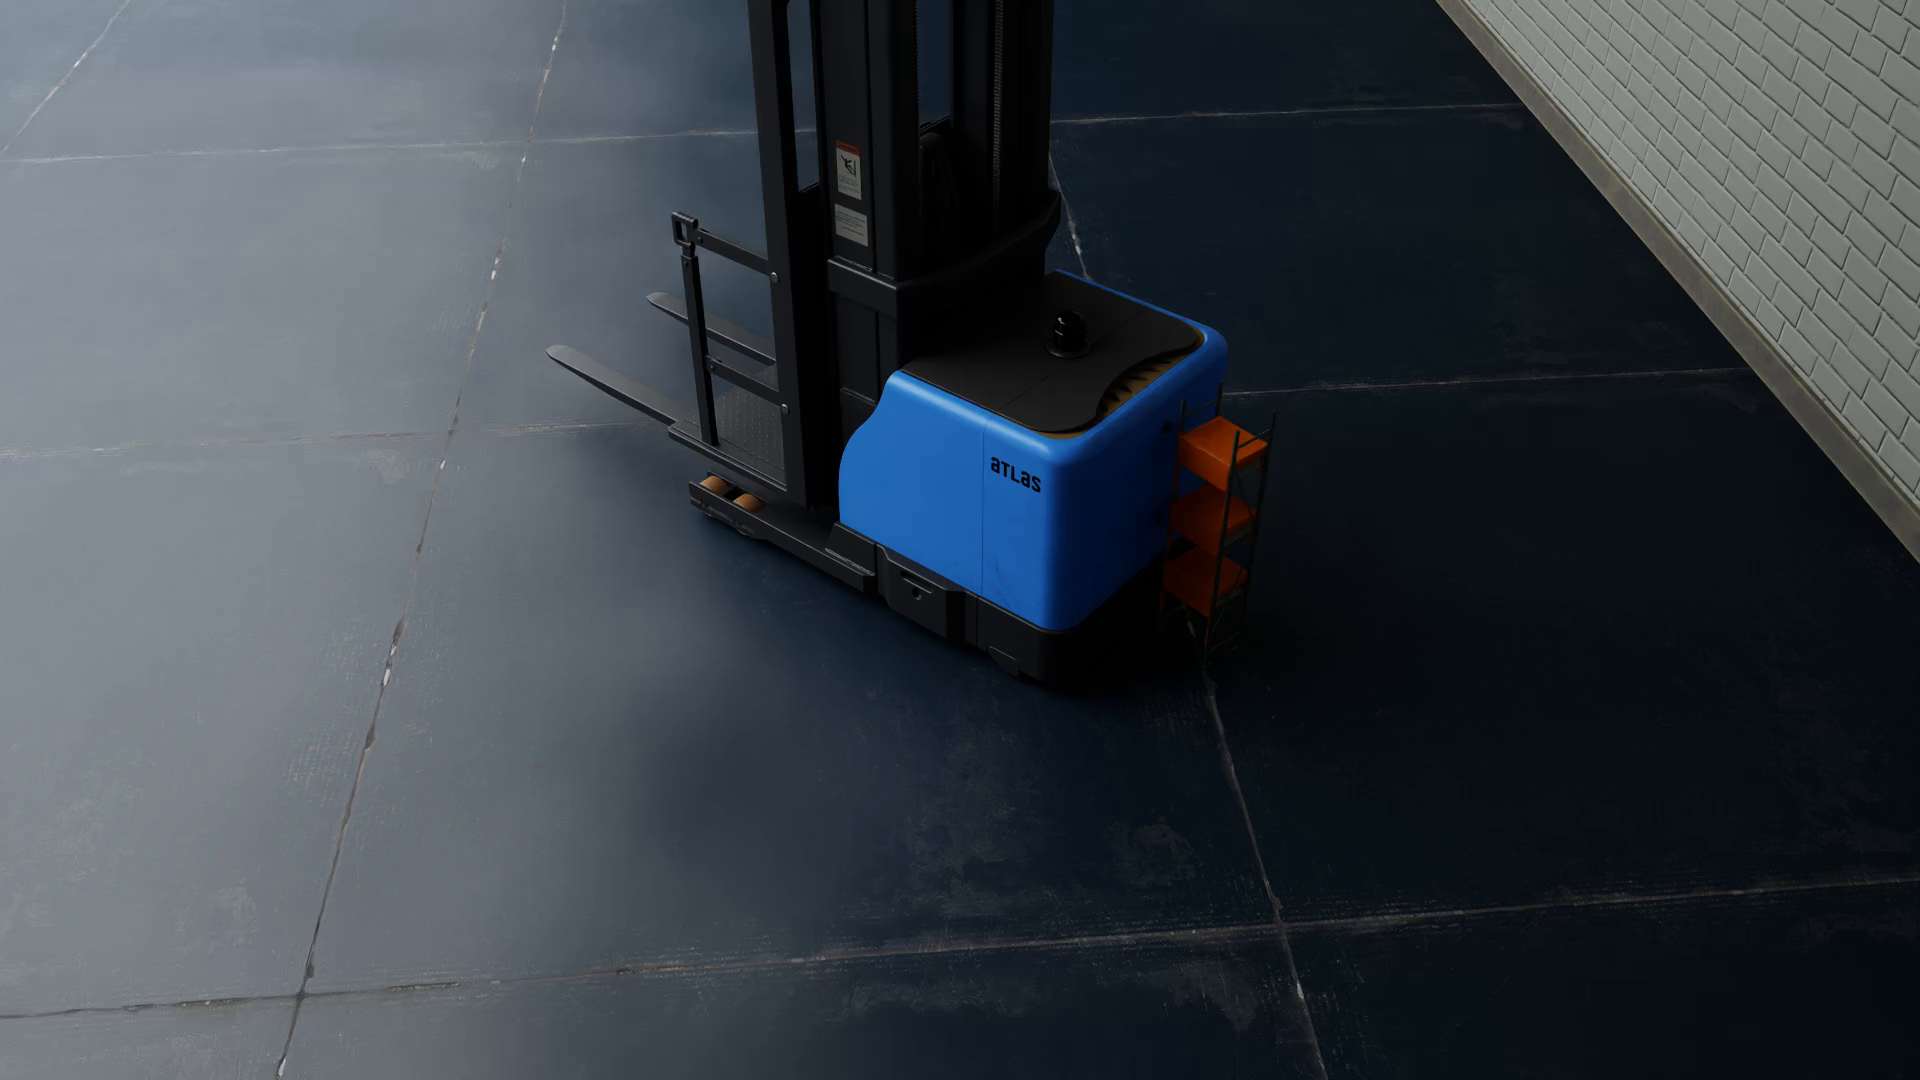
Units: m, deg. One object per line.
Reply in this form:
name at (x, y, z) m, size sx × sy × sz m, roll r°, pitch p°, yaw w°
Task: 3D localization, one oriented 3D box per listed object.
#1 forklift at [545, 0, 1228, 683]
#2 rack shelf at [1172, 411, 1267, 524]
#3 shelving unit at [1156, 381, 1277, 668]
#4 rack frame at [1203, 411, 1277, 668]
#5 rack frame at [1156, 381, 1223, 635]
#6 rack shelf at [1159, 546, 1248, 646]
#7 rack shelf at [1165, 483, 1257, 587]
forklift at (-0.483, -1.396, 6.152) m, size 3.031 × 2.935 × 1.130 m, roll 27°, pitch 46°, yaw 30°
rack shelf at (0.907, -0.254, 5.781) m, size 0.215 × 0.259 × 0.240 m, roll -27°, pitch 46°, yaw -31°
shelving unit at (0.904, -0.038, 5.948) m, size 0.215 × 1.050 × 0.252 m, roll -27°, pitch 46°, yaw -31°
rack frame at (0.982, 0.020, 5.875) m, size 0.200 × 1.050 × 0.008 m, roll -27°, pitch 46°, yaw -31°
rack frame at (0.825, -0.096, 6.021) m, size 0.200 × 1.050 × 0.008 m, roll -27°, pitch 46°, yaw -31°
rack shelf at (0.900, 0.190, 6.124) m, size 0.215 × 0.259 × 0.240 m, roll -27°, pitch 46°, yaw -31°
rack shelf at (0.903, -0.030, 5.954) m, size 0.215 × 0.259 × 0.240 m, roll -27°, pitch 46°, yaw -31°
